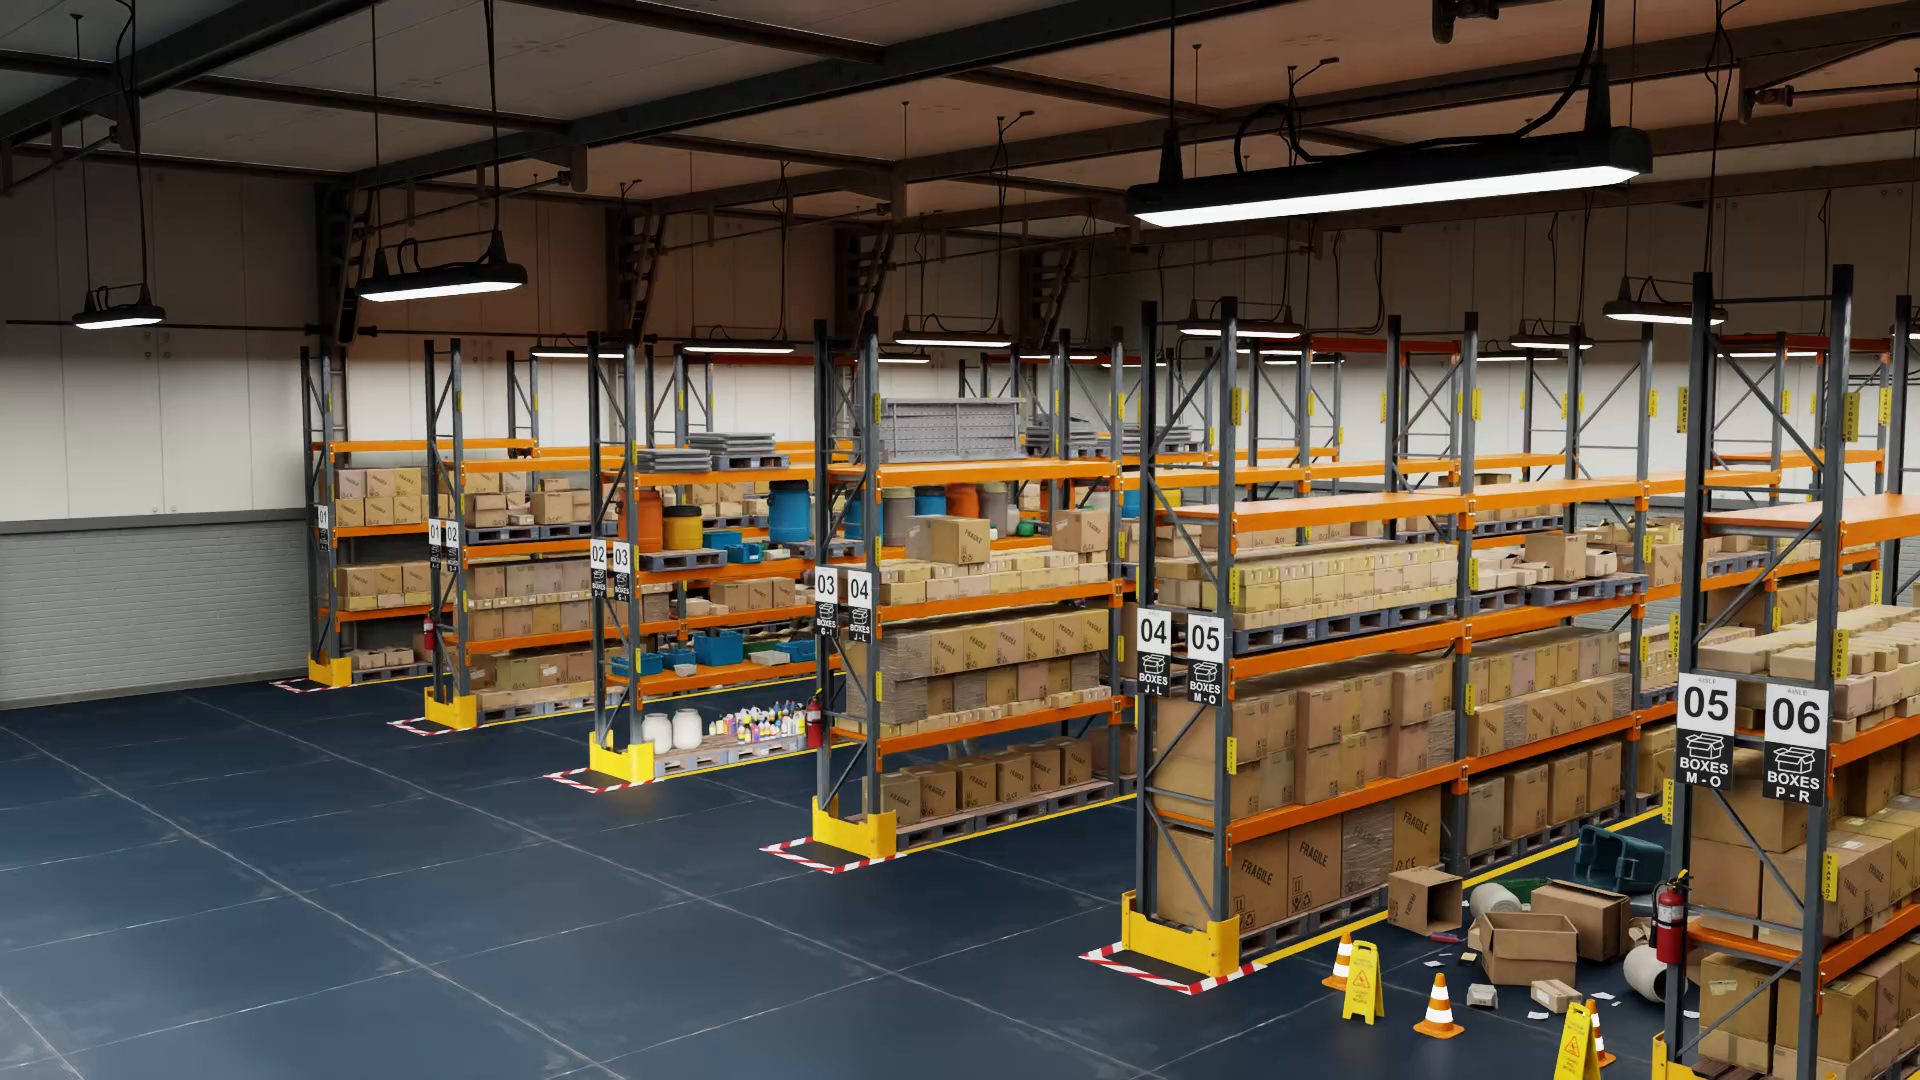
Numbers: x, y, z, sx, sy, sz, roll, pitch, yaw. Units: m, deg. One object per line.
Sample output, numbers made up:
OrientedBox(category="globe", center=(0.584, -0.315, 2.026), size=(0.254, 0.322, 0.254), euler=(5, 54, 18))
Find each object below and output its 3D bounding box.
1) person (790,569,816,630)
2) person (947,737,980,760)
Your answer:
OrientedBox(category="person", center=(-3.197, 1.248, 34.959), size=(0.661, 1.612, 1.143), euler=(5, 7, 43))
OrientedBox(category="person", center=(0.029, 2.338, 22.286), size=(0.587, 1.813, 0.590), euler=(-2, 5, -21))
